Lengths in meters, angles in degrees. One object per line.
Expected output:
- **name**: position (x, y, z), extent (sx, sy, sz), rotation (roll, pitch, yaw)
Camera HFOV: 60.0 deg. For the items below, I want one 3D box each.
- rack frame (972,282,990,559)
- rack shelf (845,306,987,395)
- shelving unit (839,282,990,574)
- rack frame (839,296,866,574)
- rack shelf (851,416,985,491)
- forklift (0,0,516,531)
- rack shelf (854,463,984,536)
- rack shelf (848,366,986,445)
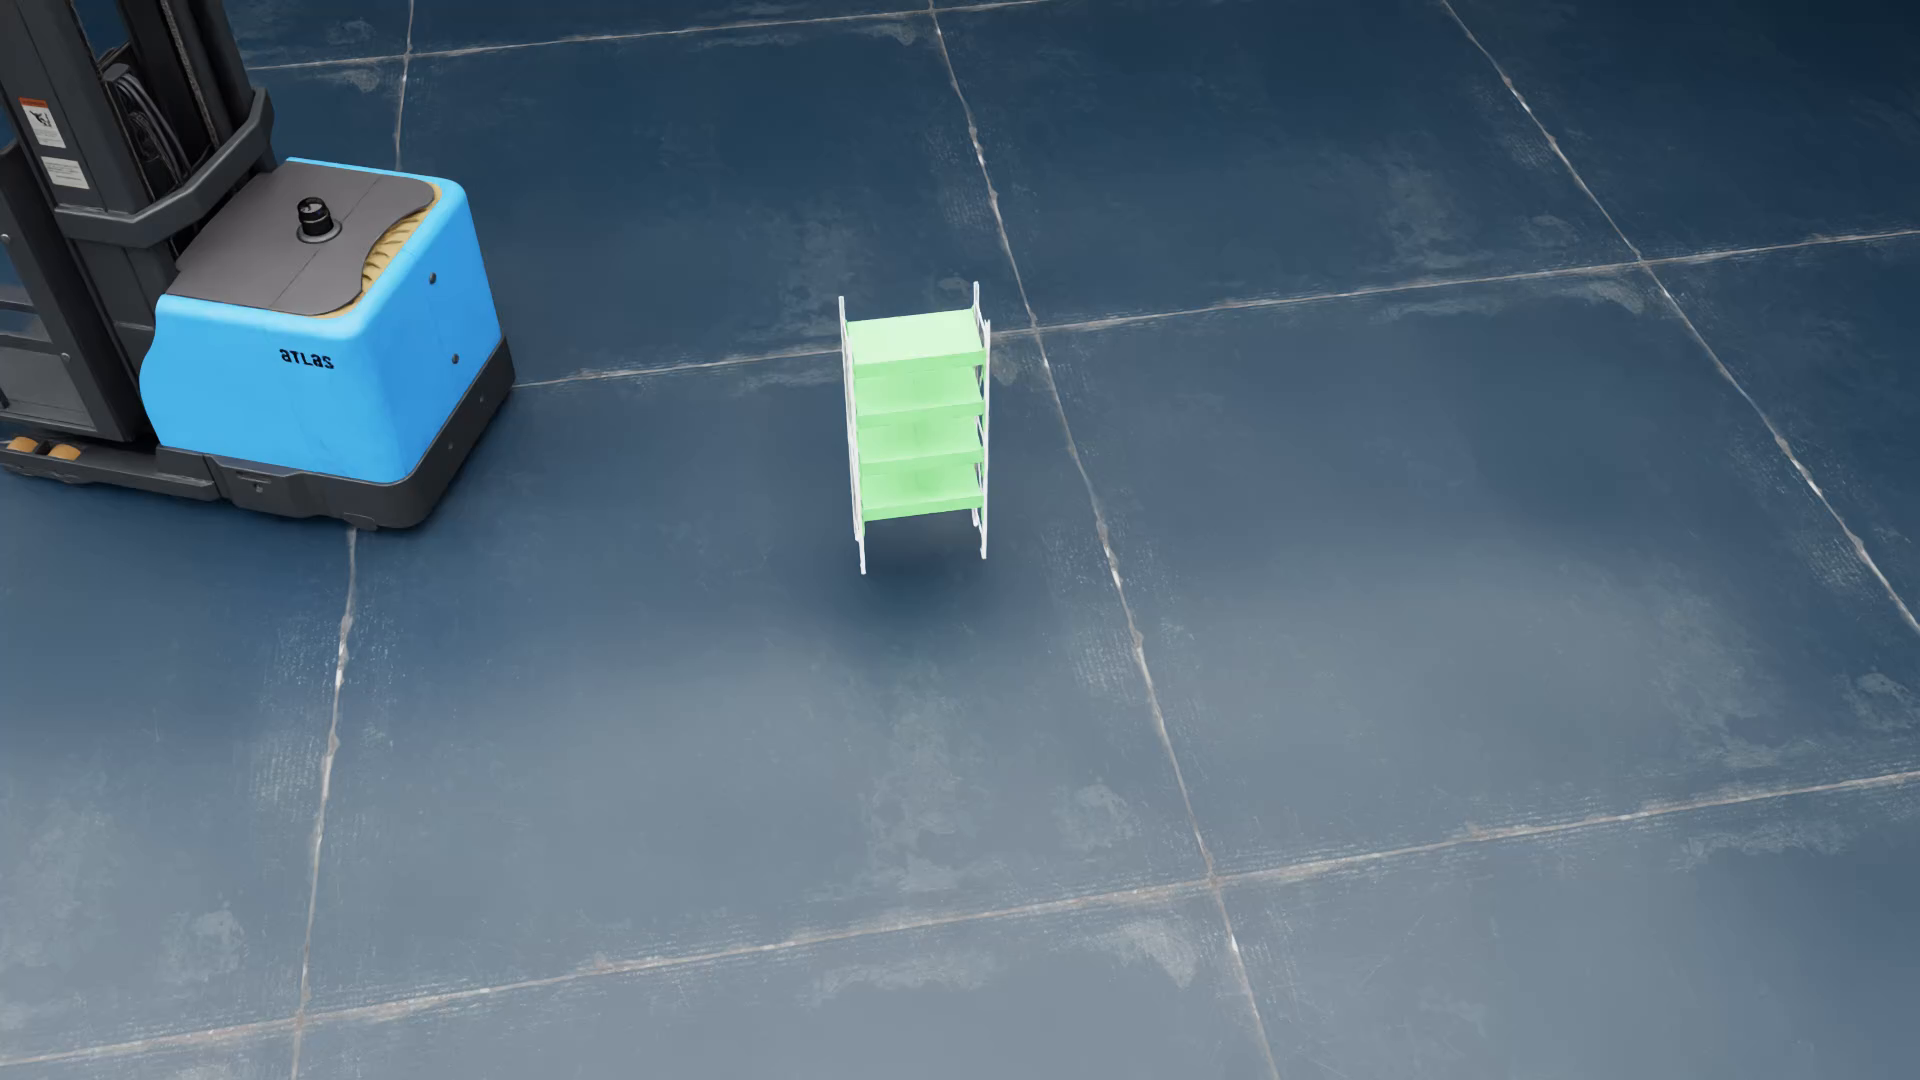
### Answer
- **rack frame**: position (0.077, -0.426, 6.327), extent (0.015, 1.200, 0.240), rotation (-7, 46, -7)
- **rack shelf**: position (-0.163, -0.685, 5.999), extent (0.480, 0.148, 0.258), rotation (-7, 46, -7)
- **shelving unit**: position (-0.163, -0.396, 6.298), extent (0.503, 1.200, 0.258), rotation (-7, 46, -7)
- **rack frame**: position (-0.404, -0.366, 6.269), extent (0.015, 1.200, 0.240), rotation (-7, 46, -7)
- **rack shelf**: position (-0.163, -0.352, 6.344), extent (0.480, 0.148, 0.258), rotation (-7, 46, -7)
- **forklift**: position (-3.534, -1.615, 6.271), extent (3.031, 2.935, 1.130), rotation (10, 47, 9)
- **rack shelf**: position (-0.163, -0.185, 6.517), extent (0.480, 0.148, 0.258), rotation (-7, 46, -7)
- **rack shelf**: position (-0.163, -0.518, 6.172), extent (0.480, 0.148, 0.258), rotation (-7, 46, -7)
